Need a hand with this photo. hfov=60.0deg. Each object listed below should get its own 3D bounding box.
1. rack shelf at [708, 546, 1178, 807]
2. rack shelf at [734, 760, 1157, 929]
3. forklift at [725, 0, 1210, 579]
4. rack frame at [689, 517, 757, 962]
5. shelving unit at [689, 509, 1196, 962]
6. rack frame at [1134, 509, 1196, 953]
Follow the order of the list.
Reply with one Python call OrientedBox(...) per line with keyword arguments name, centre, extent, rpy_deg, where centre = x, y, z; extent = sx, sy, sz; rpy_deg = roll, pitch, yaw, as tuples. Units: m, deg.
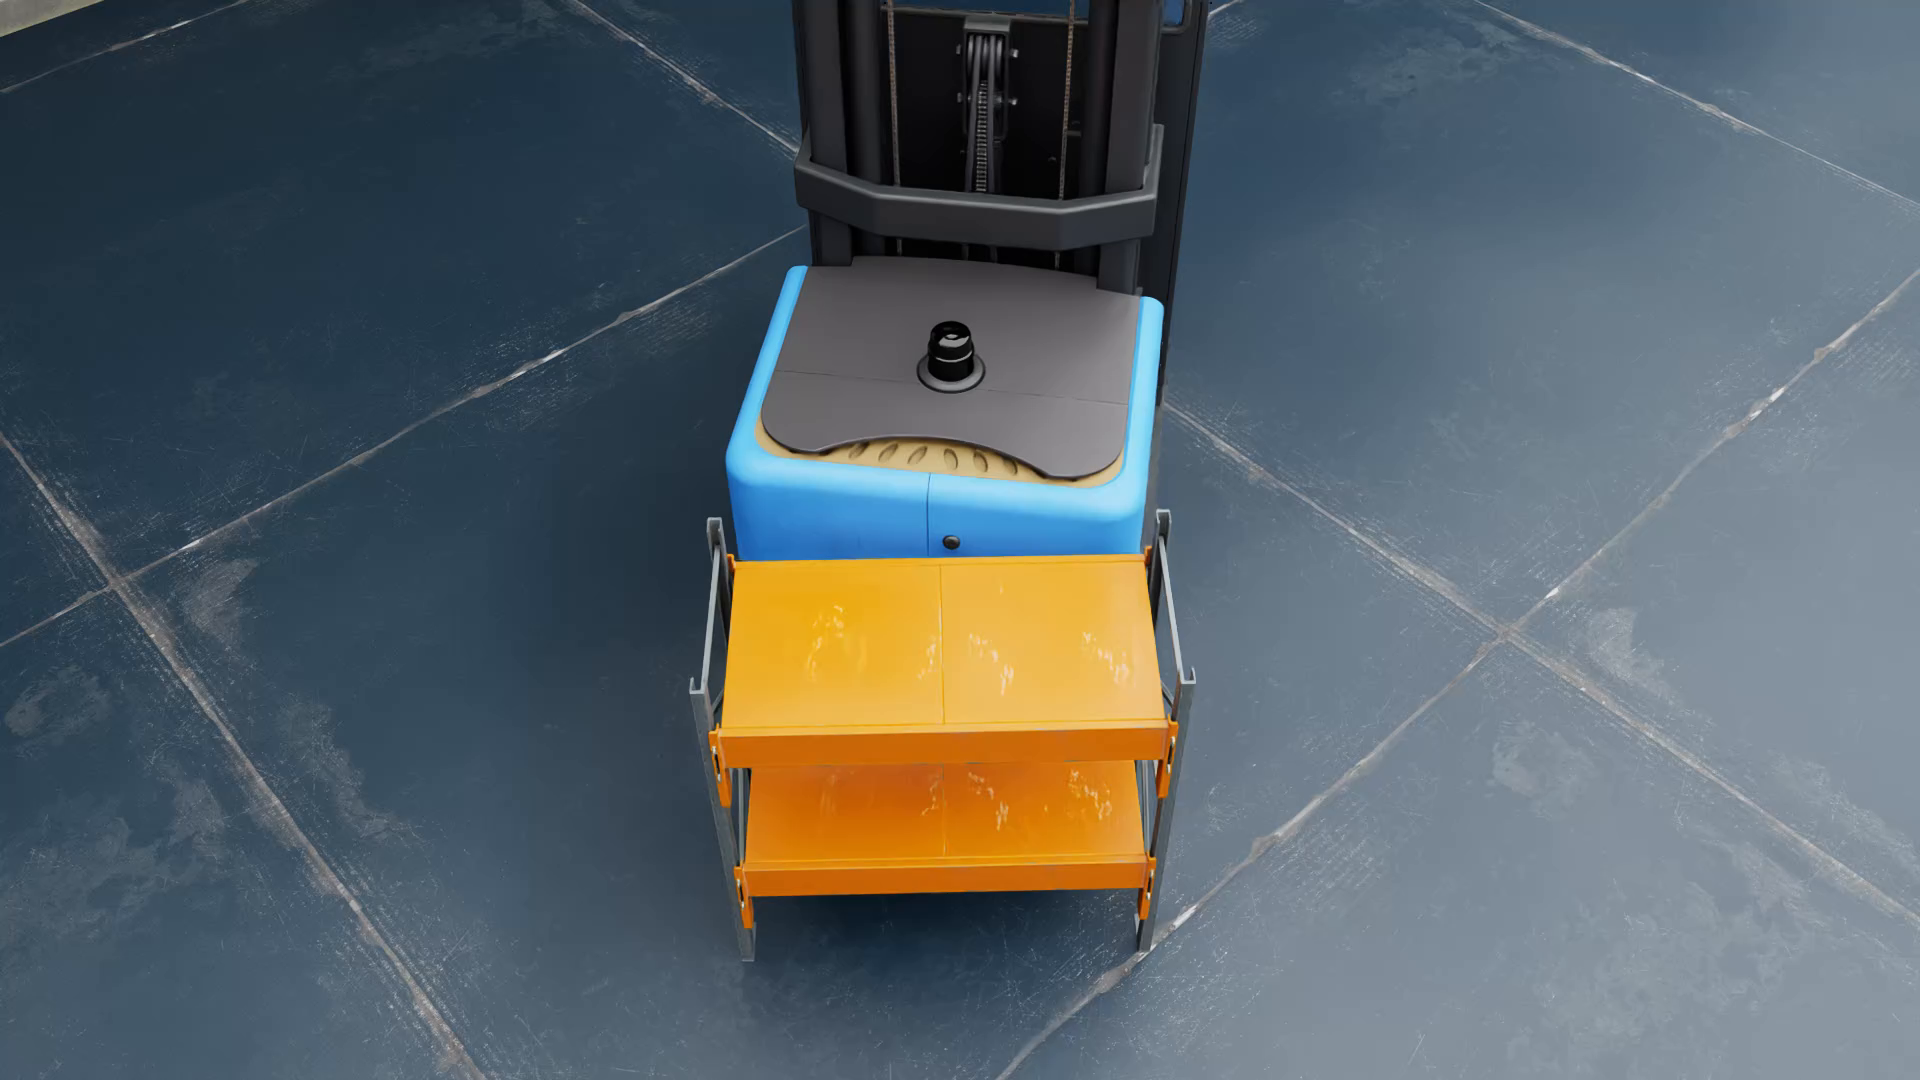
OrientedBox(name="rack shelf", centre=(-0.041, 0.306, 3.804), extent=(1.000, 0.278, 0.538), rpy_deg=(-1, 47, -1))
OrientedBox(name="rack shelf", centre=(-0.041, 0.671, 4.199), extent=(1.000, 0.278, 0.538), rpy_deg=(-1, 47, -1))
OrientedBox(name="forklift", centre=(0.137, -1.477, 4.618), extent=(1.130, 2.935, 3.031), rpy_deg=(6, 48, 6))
OrientedBox(name="rack frame", centre=(-0.549, 0.514, 4.010), extent=(0.032, 1.125, 0.500), rpy_deg=(-1, 47, -1))
OrientedBox(name="shelving unit", centre=(-0.041, 0.505, 4.019), extent=(1.048, 1.125, 0.538), rpy_deg=(-1, 47, -1))
OrientedBox(name="rack frame", centre=(0.467, 0.495, 4.028), extent=(0.032, 1.125, 0.500), rpy_deg=(-1, 47, -1))
